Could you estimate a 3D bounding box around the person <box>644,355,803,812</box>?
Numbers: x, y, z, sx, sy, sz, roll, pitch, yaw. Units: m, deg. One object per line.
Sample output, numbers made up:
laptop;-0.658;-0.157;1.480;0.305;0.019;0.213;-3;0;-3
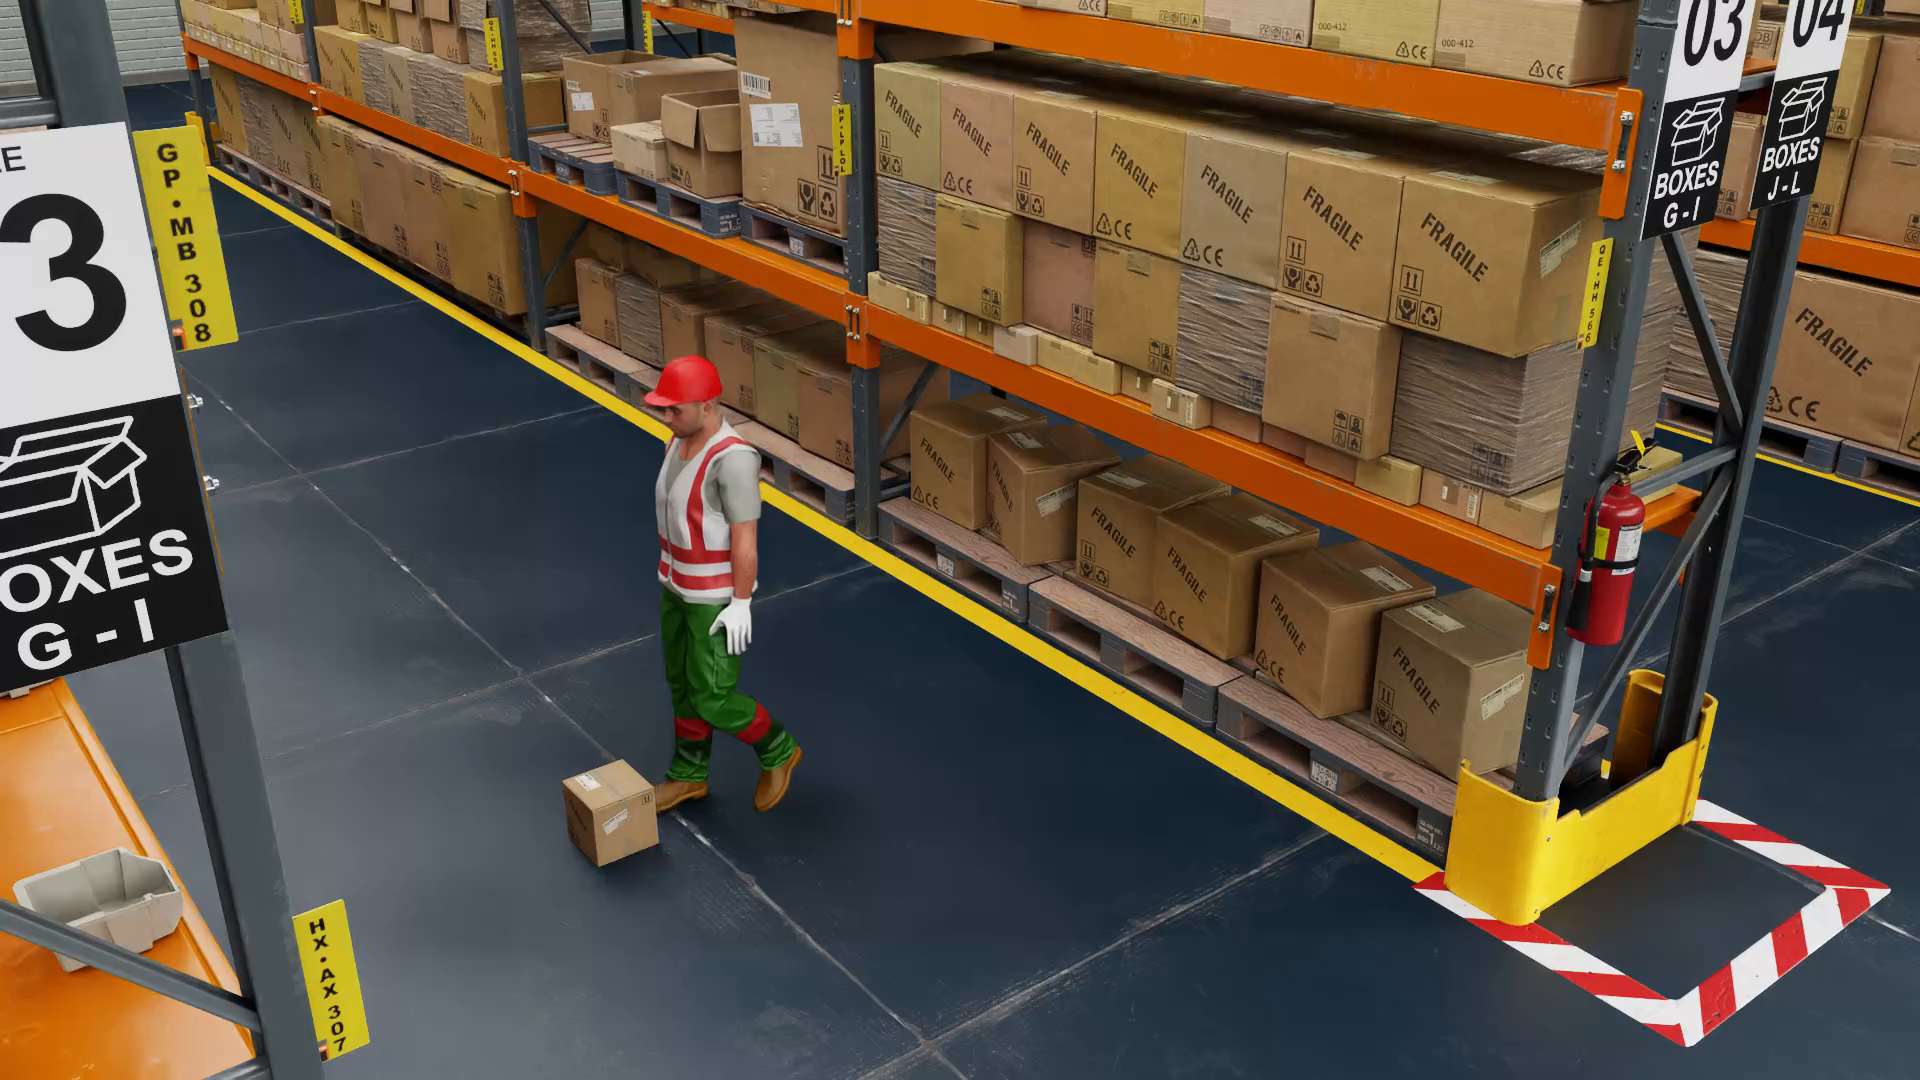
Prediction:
person;-0.943;0.196;6.125;0.601;1.791;0.576;-18;30;-34
